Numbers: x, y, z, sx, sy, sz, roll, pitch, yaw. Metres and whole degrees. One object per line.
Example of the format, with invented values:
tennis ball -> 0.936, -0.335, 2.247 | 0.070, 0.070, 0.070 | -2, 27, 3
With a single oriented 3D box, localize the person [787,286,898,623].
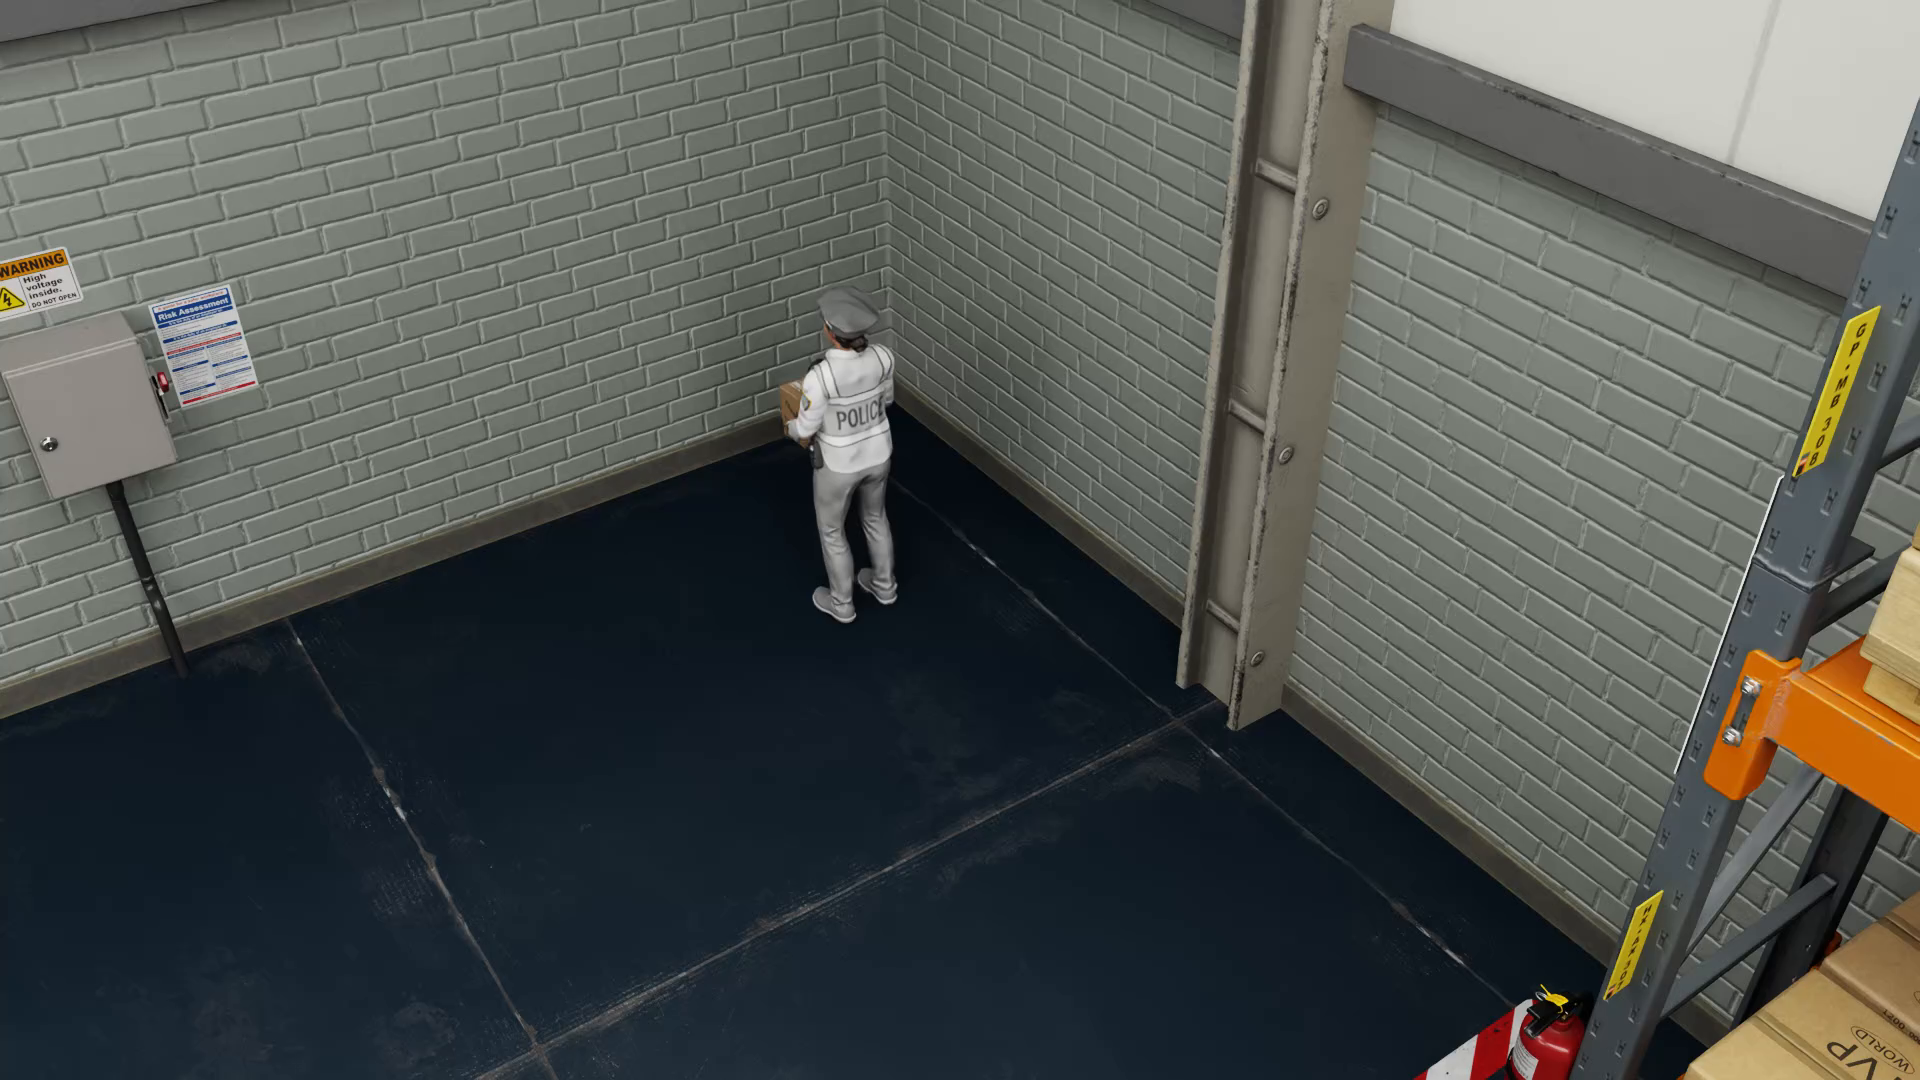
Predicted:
person -> -0.537, -0.405, 7.519 | 0.486, 1.692, 0.504 | -23, 42, -28
